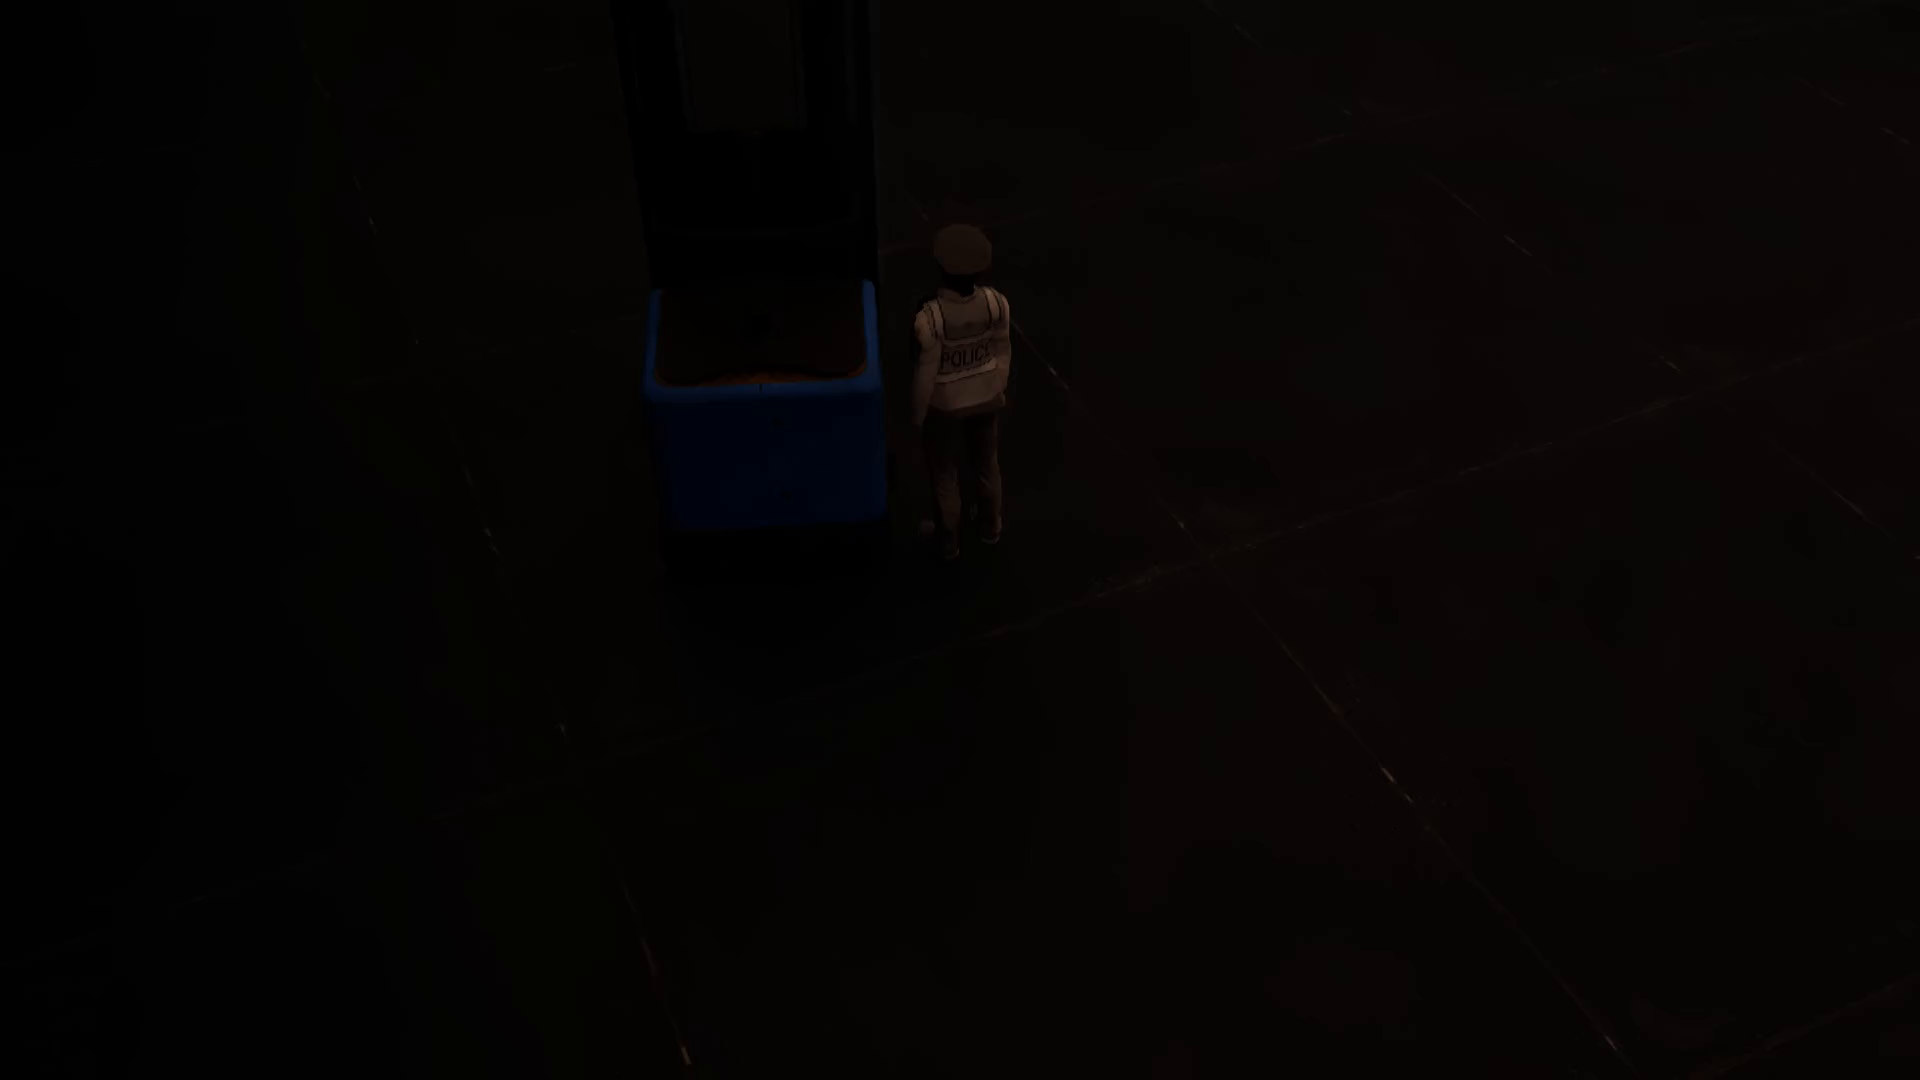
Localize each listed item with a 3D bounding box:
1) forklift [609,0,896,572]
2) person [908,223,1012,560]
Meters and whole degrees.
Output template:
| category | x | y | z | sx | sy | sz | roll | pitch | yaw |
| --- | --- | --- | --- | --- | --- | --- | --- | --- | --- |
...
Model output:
| category | x | y | z | sx | sy | sz | roll | pitch | yaw |
| --- | --- | --- | --- | --- | --- | --- | --- | --- | --- |
| forklift | -0.957 | -1.927 | 7.745 | 1.130 | 2.935 | 3.031 | -3 | 43 | -4 |
| person | -0.007 | -0.625 | 7.263 | 0.463 | 1.692 | 0.337 | -18 | 46 | -18 |
